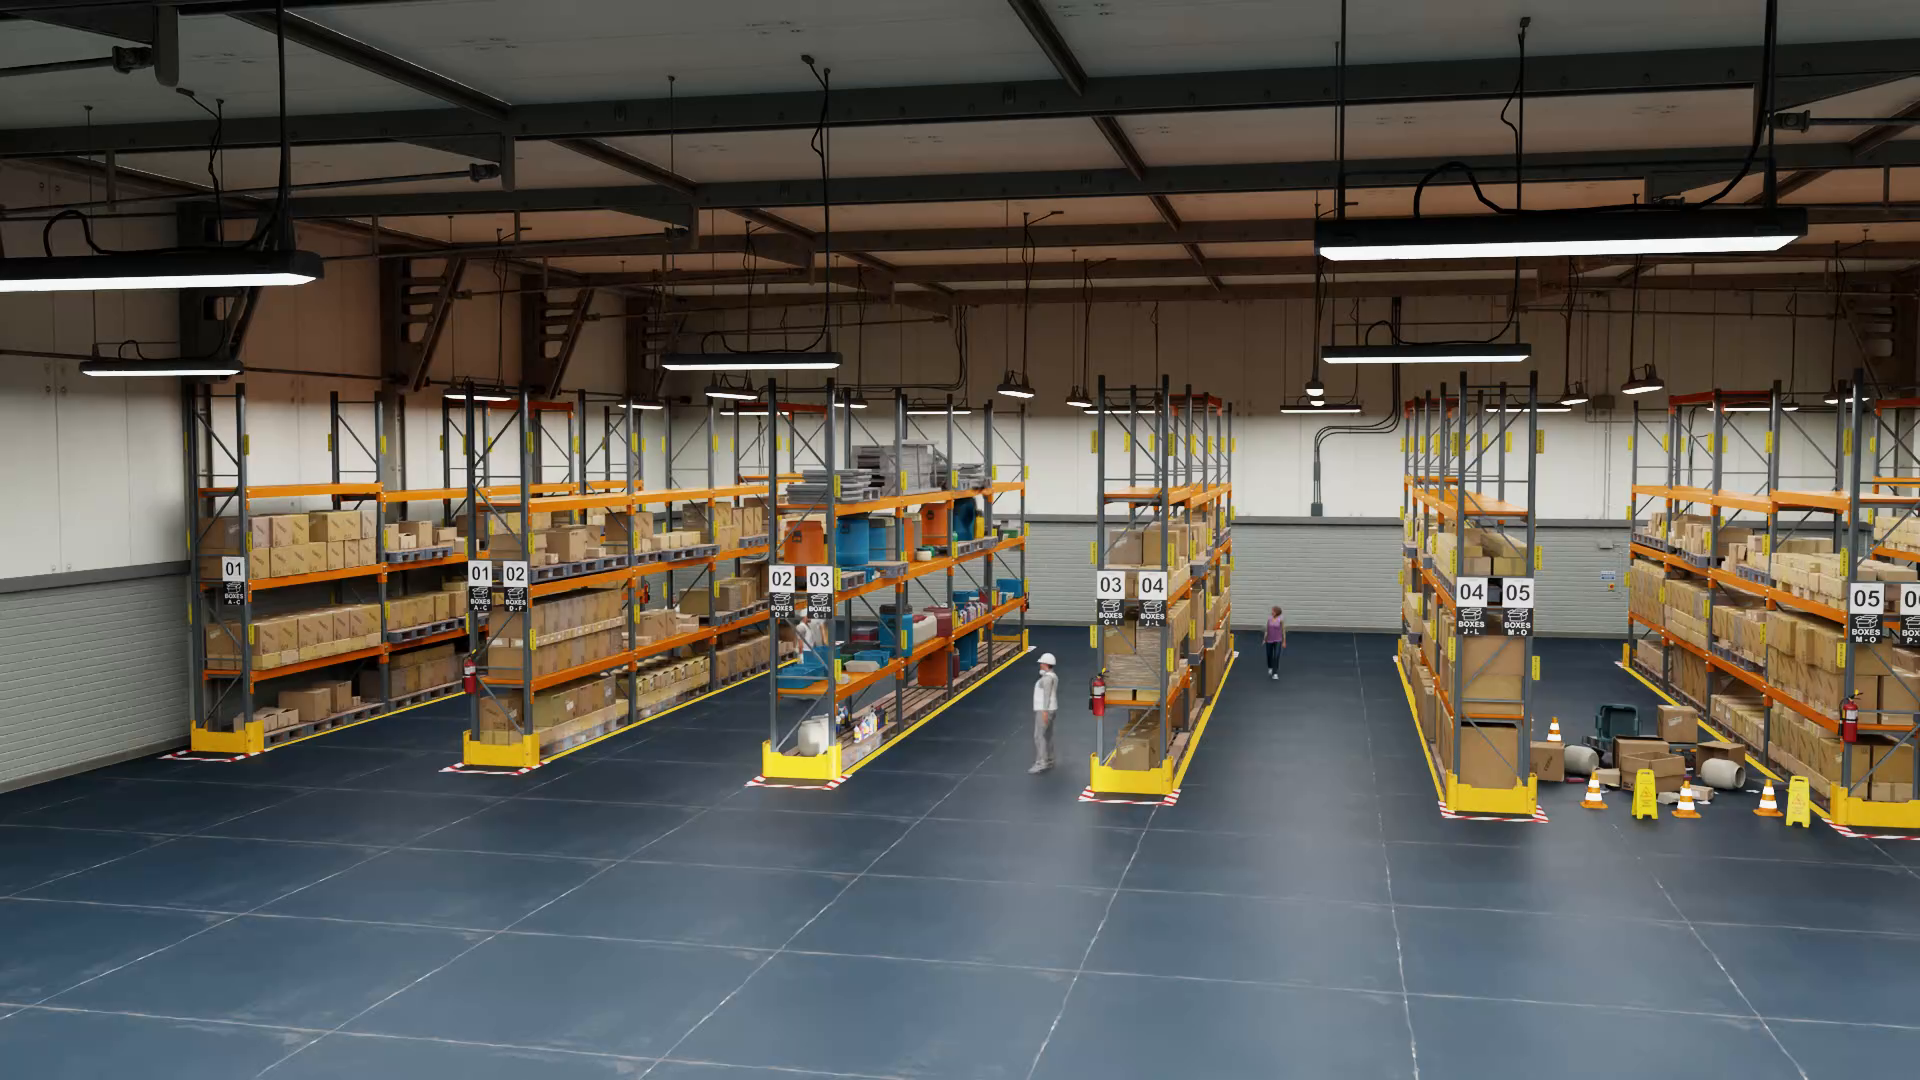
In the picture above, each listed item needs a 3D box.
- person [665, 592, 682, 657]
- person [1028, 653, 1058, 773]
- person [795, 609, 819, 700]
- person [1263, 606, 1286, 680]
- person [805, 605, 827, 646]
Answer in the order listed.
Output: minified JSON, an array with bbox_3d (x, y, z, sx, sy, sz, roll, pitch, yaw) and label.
[{"bbox_3d":[-6.421,2.015,37.577,0.515,1.674,0.593,-2,4,-28],"label":"person"},{"bbox_3d":[1.298,2.656,25.654,0.391,1.807,0.641,1,3,15],"label":"person"},{"bbox_3d":[-3.018,2.238,32.538,0.390,1.796,0.559,1,3,17],"label":"person"},{"bbox_3d":[6.743,2.185,35.672,0.496,1.539,0.823,1,3,11],"label":"person"},{"bbox_3d":[-3.109,2.159,35.497,0.547,1.618,0.961,0,3,3],"label":"person"}]
